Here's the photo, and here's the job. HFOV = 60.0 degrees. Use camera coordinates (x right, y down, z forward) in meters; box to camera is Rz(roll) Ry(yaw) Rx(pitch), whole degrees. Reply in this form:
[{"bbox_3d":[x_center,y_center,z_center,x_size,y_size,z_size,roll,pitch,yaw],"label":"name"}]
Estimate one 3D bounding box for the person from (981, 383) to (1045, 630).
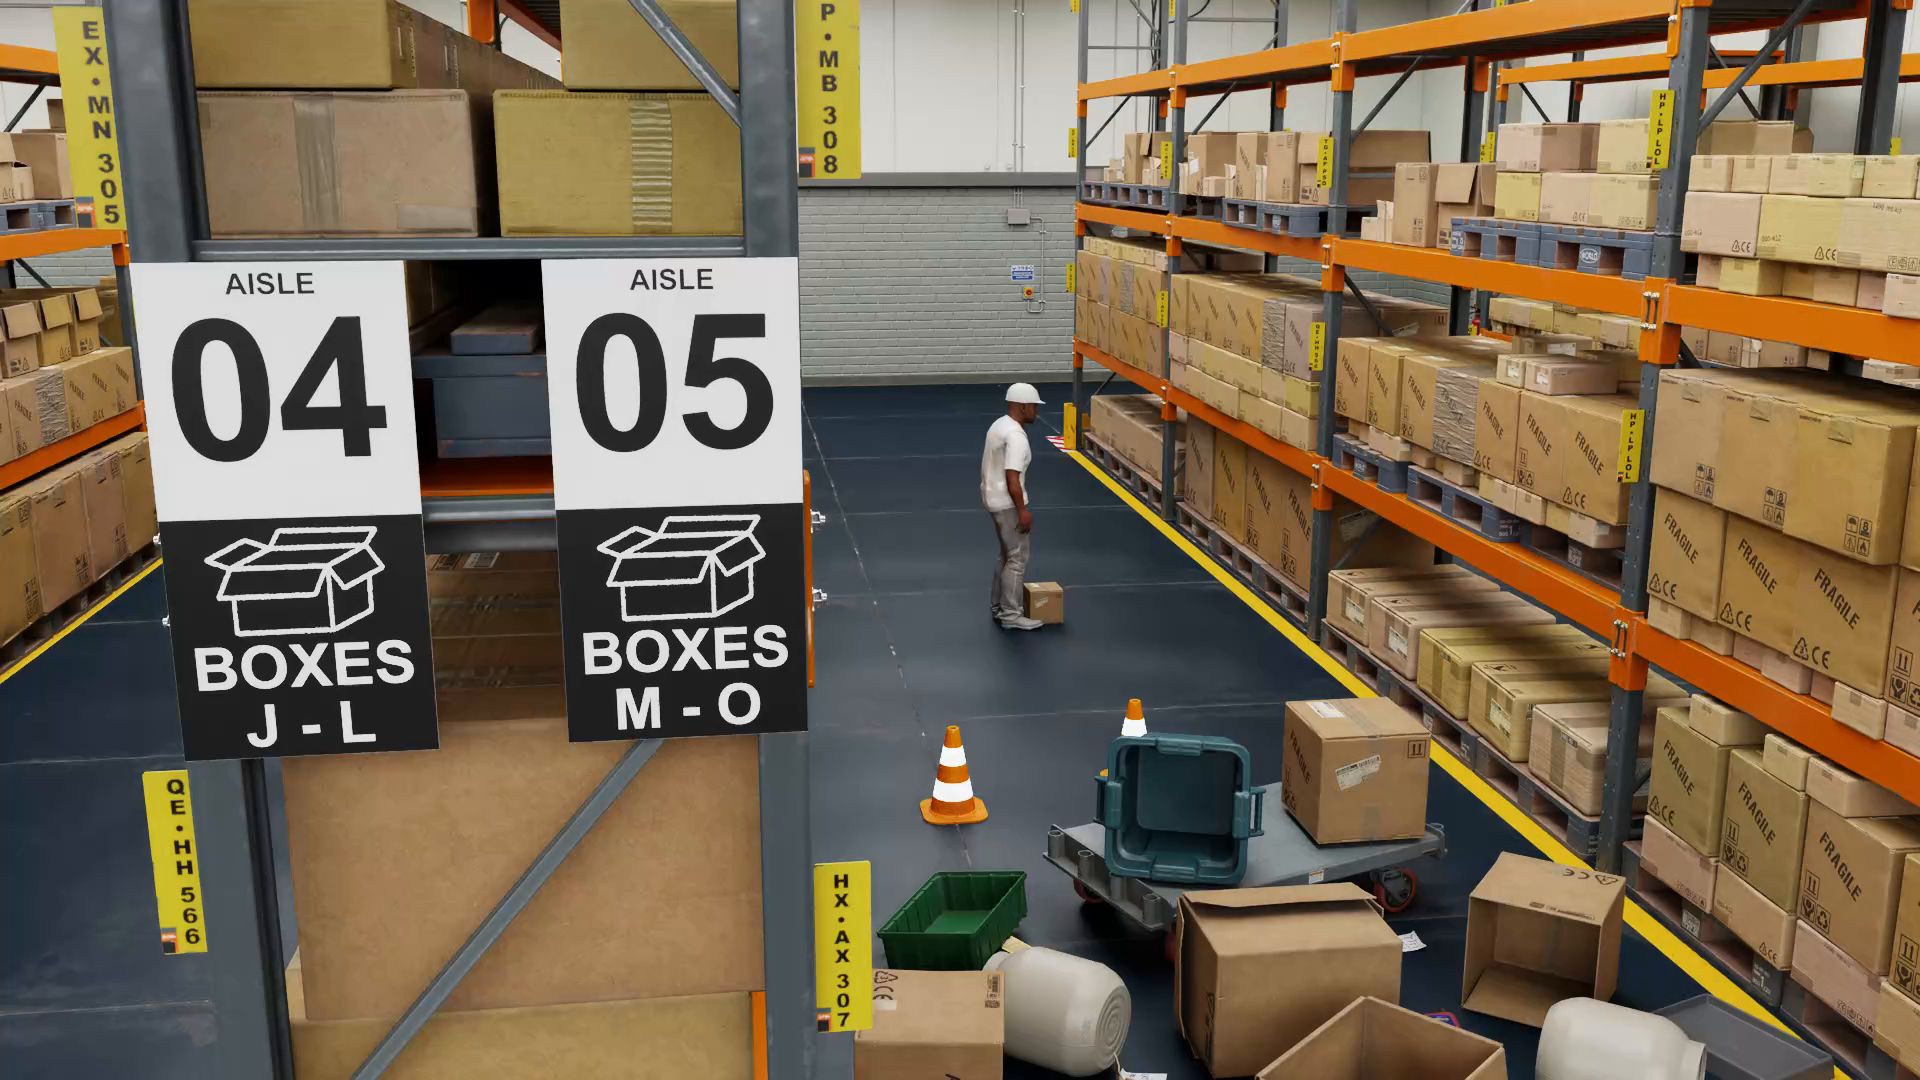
[{"bbox_3d":[0.389,-0.258,12.055,0.456,1.761,0.627,-2,13,-8],"label":"person"}]
